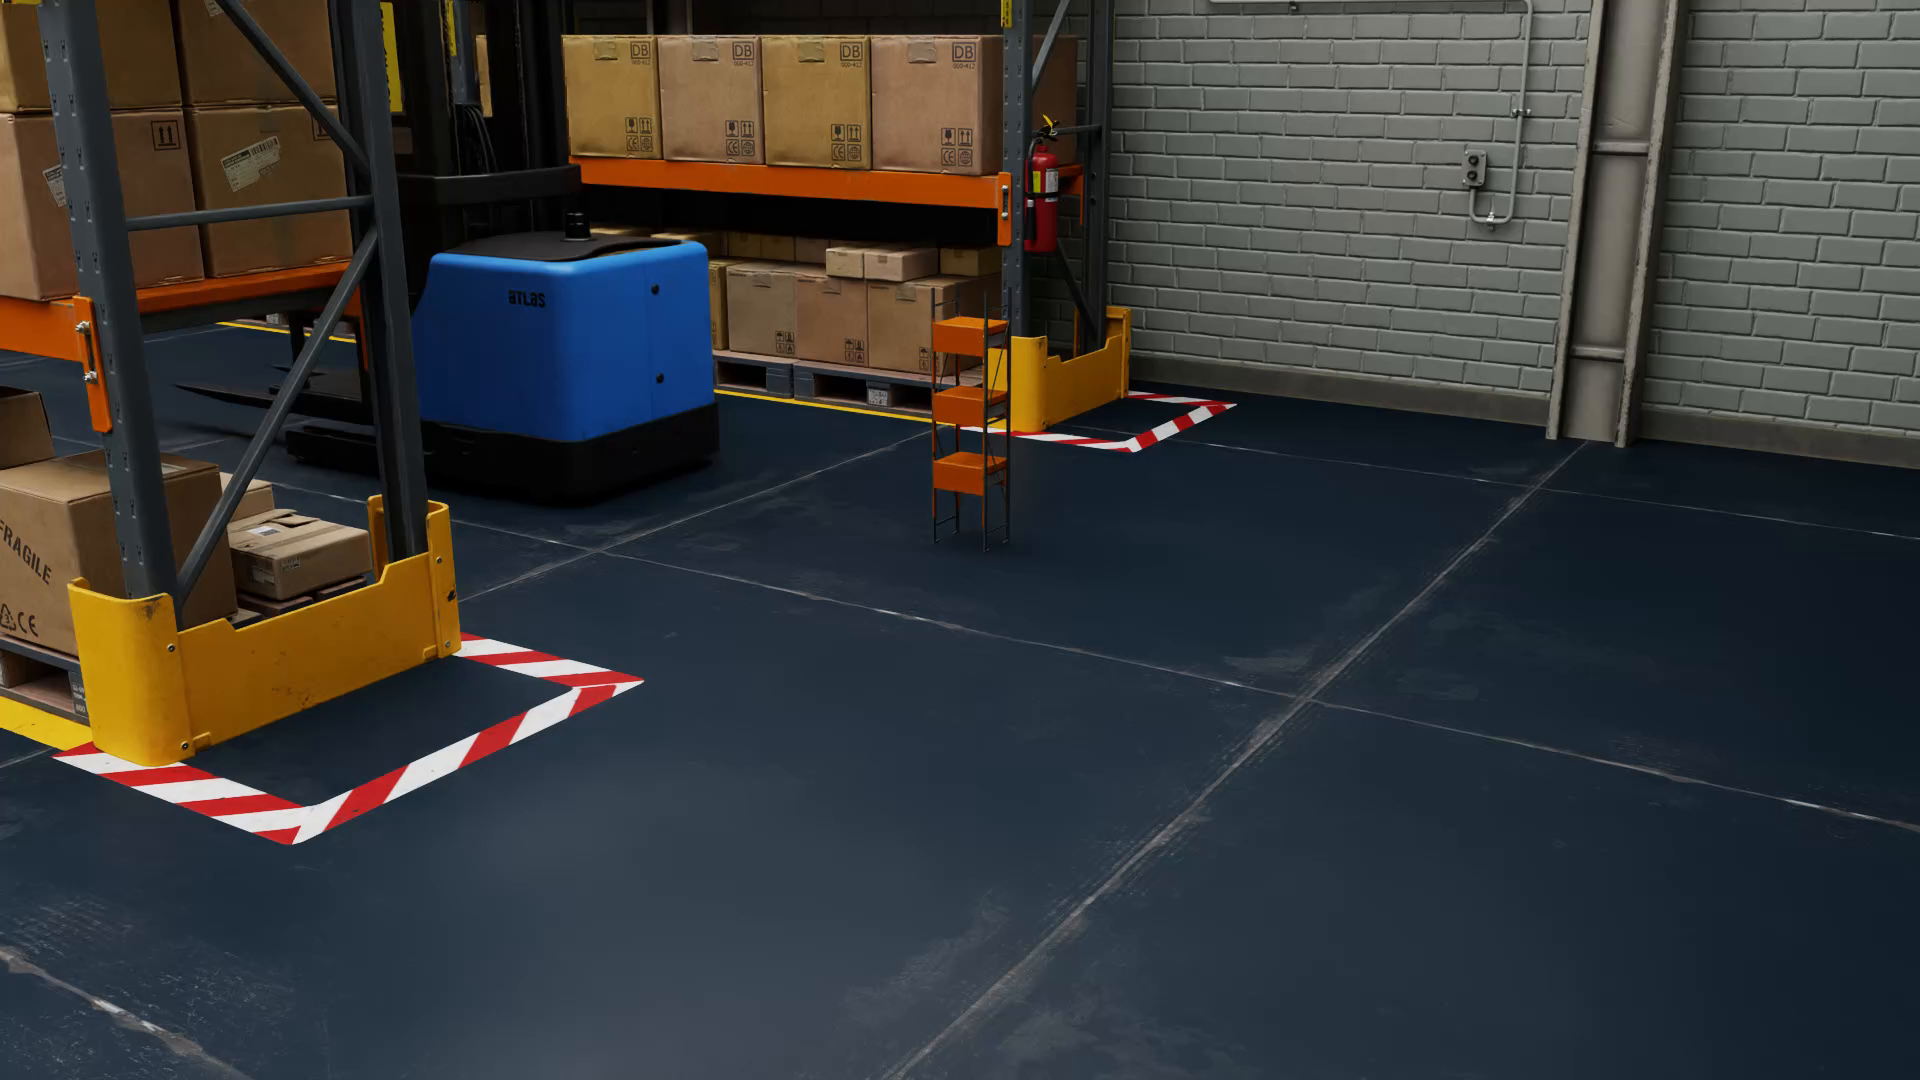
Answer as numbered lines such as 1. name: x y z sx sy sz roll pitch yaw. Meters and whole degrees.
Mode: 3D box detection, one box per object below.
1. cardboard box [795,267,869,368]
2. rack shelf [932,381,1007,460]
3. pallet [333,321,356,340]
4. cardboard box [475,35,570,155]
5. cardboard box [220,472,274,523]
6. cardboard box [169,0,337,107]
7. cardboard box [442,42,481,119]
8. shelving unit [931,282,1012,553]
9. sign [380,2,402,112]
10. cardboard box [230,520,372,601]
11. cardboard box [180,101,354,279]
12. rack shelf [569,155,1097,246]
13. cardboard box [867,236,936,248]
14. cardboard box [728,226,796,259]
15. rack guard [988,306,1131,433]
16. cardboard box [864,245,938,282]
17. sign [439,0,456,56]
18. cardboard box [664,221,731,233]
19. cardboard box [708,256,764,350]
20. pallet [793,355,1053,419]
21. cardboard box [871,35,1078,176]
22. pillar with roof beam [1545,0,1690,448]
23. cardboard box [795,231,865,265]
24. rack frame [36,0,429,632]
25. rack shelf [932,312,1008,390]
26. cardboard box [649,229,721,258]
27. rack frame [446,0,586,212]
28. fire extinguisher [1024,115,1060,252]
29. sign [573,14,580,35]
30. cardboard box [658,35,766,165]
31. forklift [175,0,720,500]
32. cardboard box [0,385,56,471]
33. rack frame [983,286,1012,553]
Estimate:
1. cardboard box: -0.547 -1.329 9.674 0.500 0.500 0.700 10 20 30
2. rack shelf: 0.046 -0.484 6.705 0.240 0.259 0.215 10 20 30
3. pallet: -3.577 -1.539 11.586 1.213 0.211 1.003 10 20 30
4. cardboard box: -2.426 -2.832 10.527 0.700 0.700 0.980 10 20 31
5. cardboard box: -2.802 -0.063 5.901 0.500 0.250 0.500 10 20 30
6. cardboard box: -2.301 -1.598 5.089 0.500 0.500 0.500 11 20 32
7. cardboard box: -3.405 -2.982 10.820 0.500 0.500 0.500 10 19 29
8. shelving unit: 0.046 -0.494 6.702 0.252 1.050 0.215 10 20 30
9. sign: -1.777 -1.488 5.128 0.005 0.325 0.100 10 20 30
10. cardboard box: -2.238 0.066 5.652 0.250 0.149 0.380 10 20 30
11. cardboard box: -2.301 -1.120 5.234 0.500 0.500 0.500 11 20 31
12. rack shelf: -1.176 -2.126 9.958 4.000 0.370 1.077 10 20 30
13. cardboard box: -0.341 -1.671 9.683 0.250 0.149 0.380 10 20 30
14. cardboard box: -1.206 -1.825 10.190 0.250 0.149 0.380 10 19 29
15. rack guard: 0.549 -0.967 9.204 0.348 0.500 1.175 10 20 30
16. cardboard box: -0.325 -1.538 9.245 0.250 0.149 0.380 10 19 29
17. sign: -3.156 -3.155 10.251 0.005 0.325 0.100 10 20 30
18. cardboard box: -1.641 -1.903 10.446 0.250 0.149 0.380 9 19 28
19. cardboard box: -1.434 -1.485 10.186 0.500 0.500 0.700 11 20 31
20. pallet: -0.194 -0.934 9.594 1.213 0.211 1.003 10 20 30
21. cardboard box: 0.089 -2.385 9.056 0.700 0.700 0.980 11 20 33
22. pillar with roof beam: 1.029 -3.774 3.824 0.400 9.000 9.100 10 20 30
23. cardboard box: -0.771 -1.747 9.935 0.250 0.149 0.380 10 20 31
24. rack frame: -2.061 -0.939 4.812 0.127 3.000 1.000 10 20 30
25. rack shelf: 0.046 -0.756 6.622 0.240 0.259 0.215 10 20 30
26. cardboard box: -1.655 -1.774 10.024 0.250 0.149 0.380 9 19 28
27. rack frame: -2.880 -2.775 10.855 0.127 3.000 1.000 10 20 30
28. fire extinguisher: 0.416 -1.814 8.466 0.183 0.674 0.296 10 20 30
29. sign: -2.591 -3.365 11.171 0.005 0.325 0.100 10 20 30
30. cardboard box: -1.182 -2.611 9.801 0.700 0.700 0.980 9 19 27
31. forklift: -2.698 -1.874 8.006 3.031 2.935 1.130 10 19 29
32. cardboard box: -3.866 -0.279 6.177 0.637 0.503 0.797 10 20 30
33. rack frame: 0.150 -0.476 6.641 0.008 1.050 0.200 10 20 30
